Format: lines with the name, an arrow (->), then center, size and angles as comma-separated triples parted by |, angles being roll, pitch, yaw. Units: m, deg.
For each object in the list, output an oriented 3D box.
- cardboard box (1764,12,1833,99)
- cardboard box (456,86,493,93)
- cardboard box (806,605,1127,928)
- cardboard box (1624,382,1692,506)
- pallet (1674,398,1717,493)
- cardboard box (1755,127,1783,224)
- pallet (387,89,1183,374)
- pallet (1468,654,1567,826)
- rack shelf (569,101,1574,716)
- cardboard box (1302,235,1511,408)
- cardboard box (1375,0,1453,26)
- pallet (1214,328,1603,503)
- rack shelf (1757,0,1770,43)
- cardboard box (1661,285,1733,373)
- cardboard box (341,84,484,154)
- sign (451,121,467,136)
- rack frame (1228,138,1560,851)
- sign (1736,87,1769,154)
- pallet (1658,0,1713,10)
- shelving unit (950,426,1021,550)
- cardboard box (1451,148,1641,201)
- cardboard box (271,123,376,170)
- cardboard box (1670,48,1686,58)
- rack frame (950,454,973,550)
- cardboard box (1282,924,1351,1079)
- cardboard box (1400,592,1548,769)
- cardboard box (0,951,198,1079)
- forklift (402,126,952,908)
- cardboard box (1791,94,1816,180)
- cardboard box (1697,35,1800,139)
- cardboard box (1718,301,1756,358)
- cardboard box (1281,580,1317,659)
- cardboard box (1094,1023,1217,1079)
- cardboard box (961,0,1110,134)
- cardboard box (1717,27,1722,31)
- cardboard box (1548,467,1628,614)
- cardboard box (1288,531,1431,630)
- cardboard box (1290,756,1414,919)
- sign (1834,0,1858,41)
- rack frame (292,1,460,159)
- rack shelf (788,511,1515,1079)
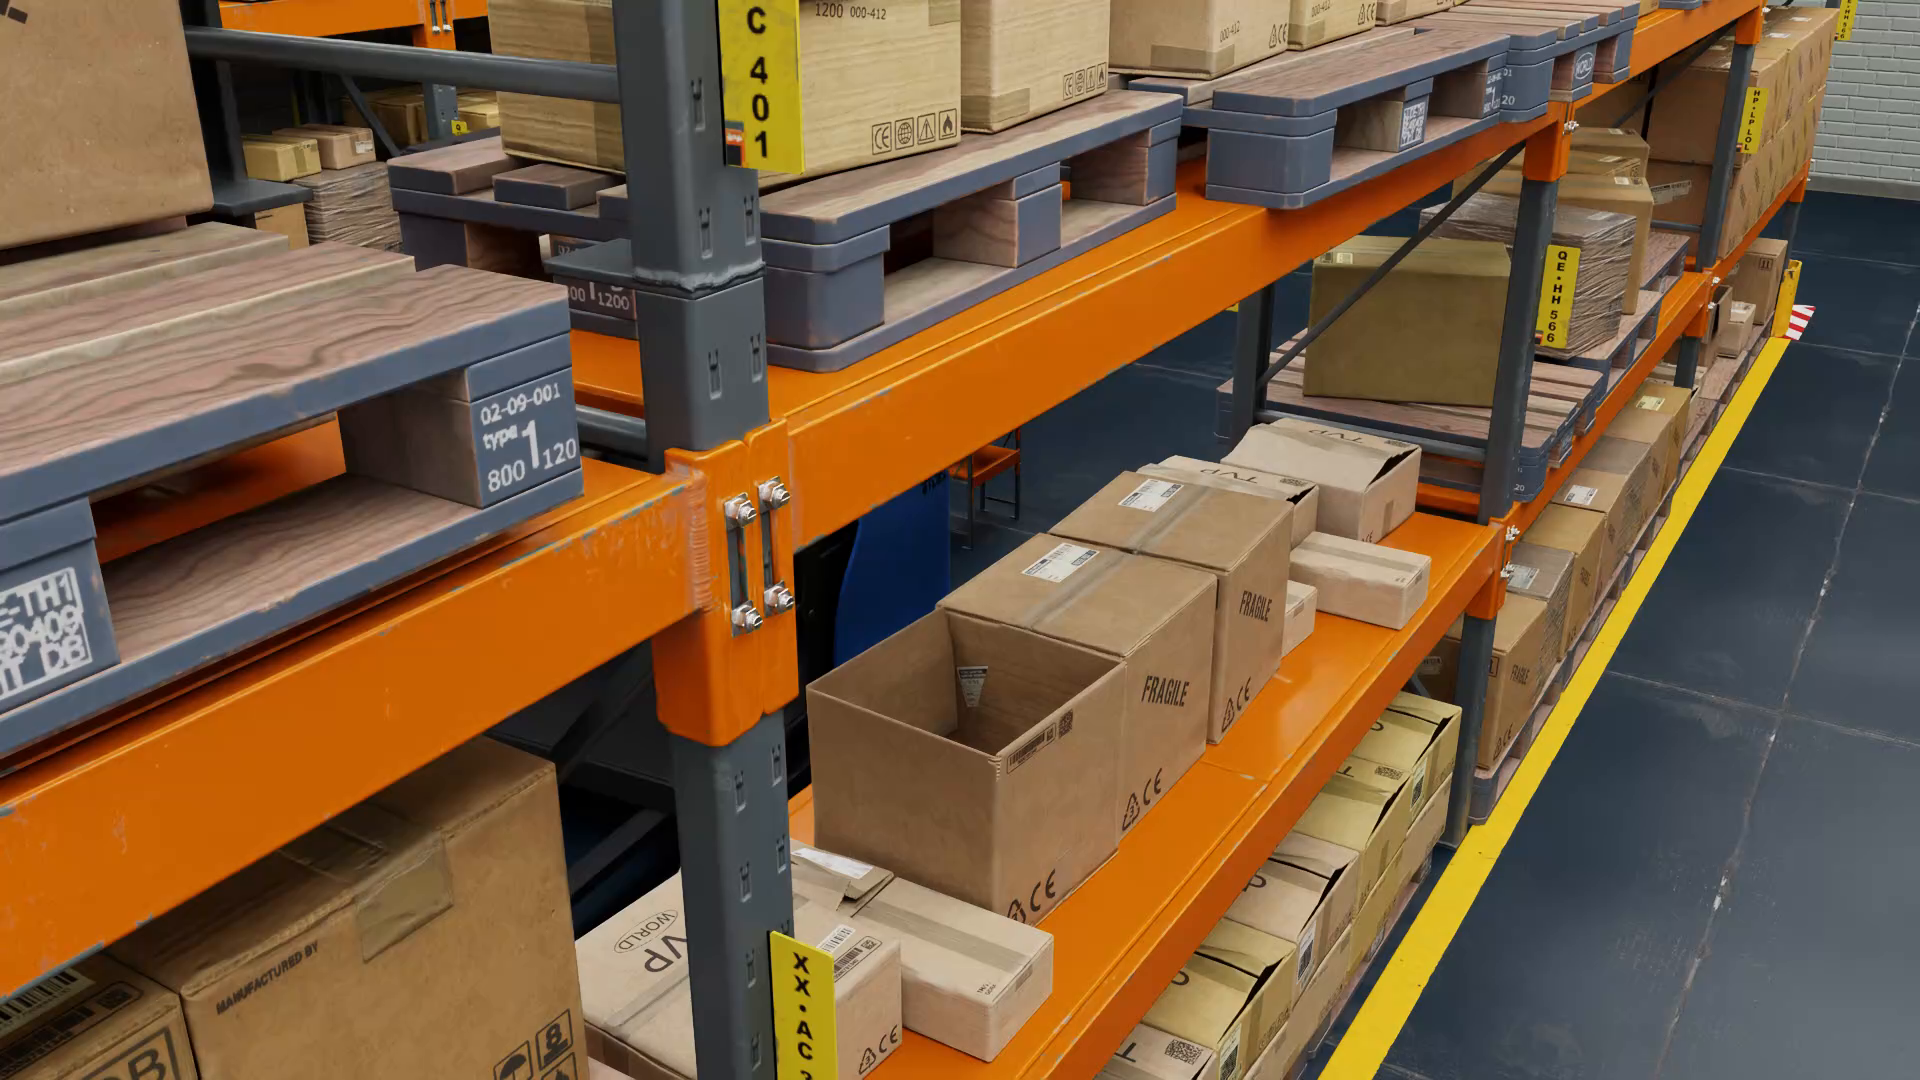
cardboard box -> 5.384, -3.185, 10.946 | 0.500, 0.500, 0.500 | 15, 27, 30
cardboard box -> -2.484, -2.312, 8.846 | 0.500, 0.250, 0.500 | 13, 27, 27
cardboard box -> 0.018, 0.512, 3.665 | 0.500, 0.500, 0.500 | 16, 28, 33
cardboard box -> 3.524, -0.537, 8.806 | 0.500, 0.500, 0.500 | 14, 27, 29
pallet -> 3.904, -0.660, 10.010 | 1.003, 0.211, 1.213 | 14, 27, 29
cardboard box -> 4.575, -2.211, 9.956 | 0.500, 0.500, 0.500 | 14, 27, 29
pallet -> -0.225, -0.597, 2.819 | 0.805, 0.209, 1.217 | 13, 26, 27
pallet -> 1.857, 0.677, 6.920 | 1.003, 0.211, 1.213 | 14, 27, 29
rack shelf -> 0.376, -0.730, 3.790 | 1.077, 0.370, 4.000 | 14, 27, 29
cardboard box -> 1.668, -0.833, 6.244 | 0.700, 0.500, 0.500 | 5, 24, 11
cardboard box -> 0.979, -1.513, 4.354 | 0.500, 0.250, 0.500 | 15, 27, 30
pallet -> 1.729, -0.514, 6.403 | 1.213, 0.211, 1.003 | 14, 27, 29
rack shelf -> 4.596, -3.430, 10.027 | 1.077, 0.370, 4.000 | 14, 27, 29
cardboard box -> 4.528, -1.400, 10.796 | 0.797, 0.503, 0.637 | 14, 27, 29
cardboard box -> -2.760, -2.138, 8.444 | 0.500, 0.250, 0.500 | 15, 27, 30
sign -> -2.313, -1.780, 7.727 | 0.100, 0.325, 0.005 | 14, 27, 29
rack frame -> 1.431, -0.358, 5.802 | 1.000, 3.000, 0.127 | 14, 27, 29
sign -> 4.015, -2.125, 8.425 | 0.100, 0.325, 0.005 | 14, 27, 29
pallet -> 2.593, -2.443, 7.077 | 1.213, 0.211, 1.003 | 14, 27, 29
shelving unit -> 0.087, -0.606, 8.641 | 0.258, 1.200, 0.503 | 14, 27, 29
cardboard box -> 2.792, -1.589, 7.989 | 0.700, 0.500, 0.500 | 19, 30, 37
cardboard box -> -2.936, -1.818, 7.677 | 0.380, 0.149, 0.250 | 10, 25, 22
cardboard box -> 3.856, -2.611, 9.622 | 0.500, 0.500, 0.500 | 13, 27, 28
rack frame -> -0.041, -0.524, 8.450 | 0.240, 1.200, 0.015 | 14, 27, 29
cardboard box -> 0.824, 1.283, 4.942 | 0.500, 0.250, 0.500 | 15, 27, 30
cardboard box -> 1.914, 0.493, 6.428 | 0.500, 0.500, 0.500 | 15, 28, 31
cardboard box -> -1.173, 0.672, 1.662 | 0.700, 0.500, 0.500 | 14, 27, 29
forklift -> -1.142, -0.389, 5.959 | 1.130, 2.935, 3.031 | 11, 26, 24
cardboard box -> 5.375, -2.720, 11.132 | 0.500, 0.500, 0.500 | 14, 27, 29
cardboard box -> 4.572, -2.661, 9.736 | 0.500, 0.500, 0.500 | 13, 27, 27
cardboard box -> 5.047, -1.449, 11.229 | 0.500, 0.250, 0.500 | 14, 27, 29
cardboard box -> 0.806, 0.199, 4.830 | 0.380, 0.149, 0.250 | 16, 28, 33
cardboard box -> 0.291, 1.373, 4.028 | 0.500, 0.311, 0.500 | 13, 27, 27
cardboard box -> -0.058, -0.901, 2.939 | 0.500, 0.250, 0.500 | 11, 26, 24
cardboard box -> 4.656, -3.123, 10.803 | 0.500, 0.500, 0.500 | 14, 27, 30
cardboard box -> 2.725, -0.030, 7.637 | 0.500, 0.500, 0.500 | 13, 27, 27
cardboard box -> 1.192, 0.118, 5.017 | 0.380, 0.149, 0.250 | 14, 27, 29
cardboard box -> 1.096, 0.859, 5.217 | 0.500, 0.311, 0.500 | 13, 27, 28
sign -> 6.112, -3.612, 11.462 | 0.100, 0.325, 0.005 | 14, 27, 29
rack frame -> -2.779, -1.395, 8.197 | 1.000, 3.000, 0.127 | 14, 27, 29
rack shelf -> 0.376, 0.647, 4.386 | 1.077, 0.370, 4.000 | 14, 27, 29
